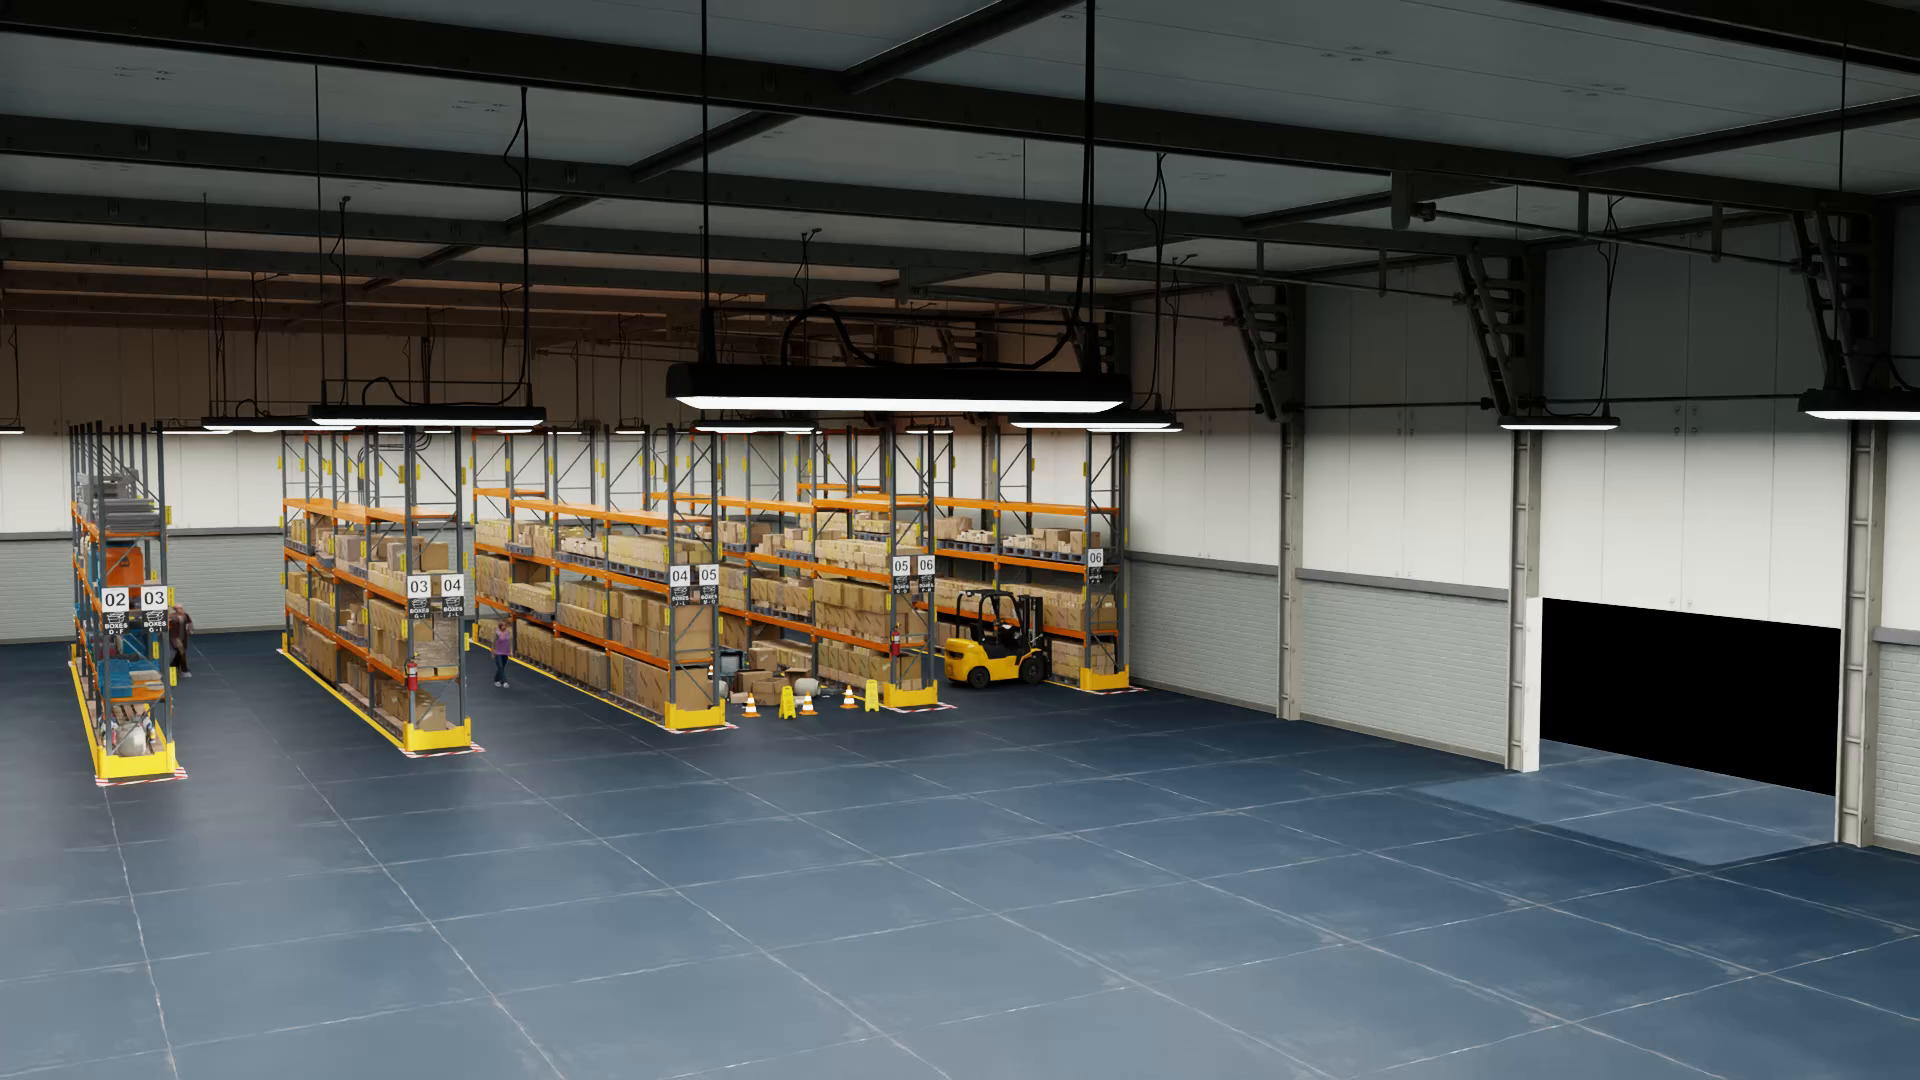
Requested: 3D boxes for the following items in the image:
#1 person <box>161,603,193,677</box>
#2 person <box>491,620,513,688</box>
[{"bbox_3d":[-18.766,2.398,39.829,0.886,1.794,0.798,2,4,33],"label":"person"},{"bbox_3d":[-10.378,2.592,37.790,0.972,1.545,0.449,3,5,44],"label":"person"}]
